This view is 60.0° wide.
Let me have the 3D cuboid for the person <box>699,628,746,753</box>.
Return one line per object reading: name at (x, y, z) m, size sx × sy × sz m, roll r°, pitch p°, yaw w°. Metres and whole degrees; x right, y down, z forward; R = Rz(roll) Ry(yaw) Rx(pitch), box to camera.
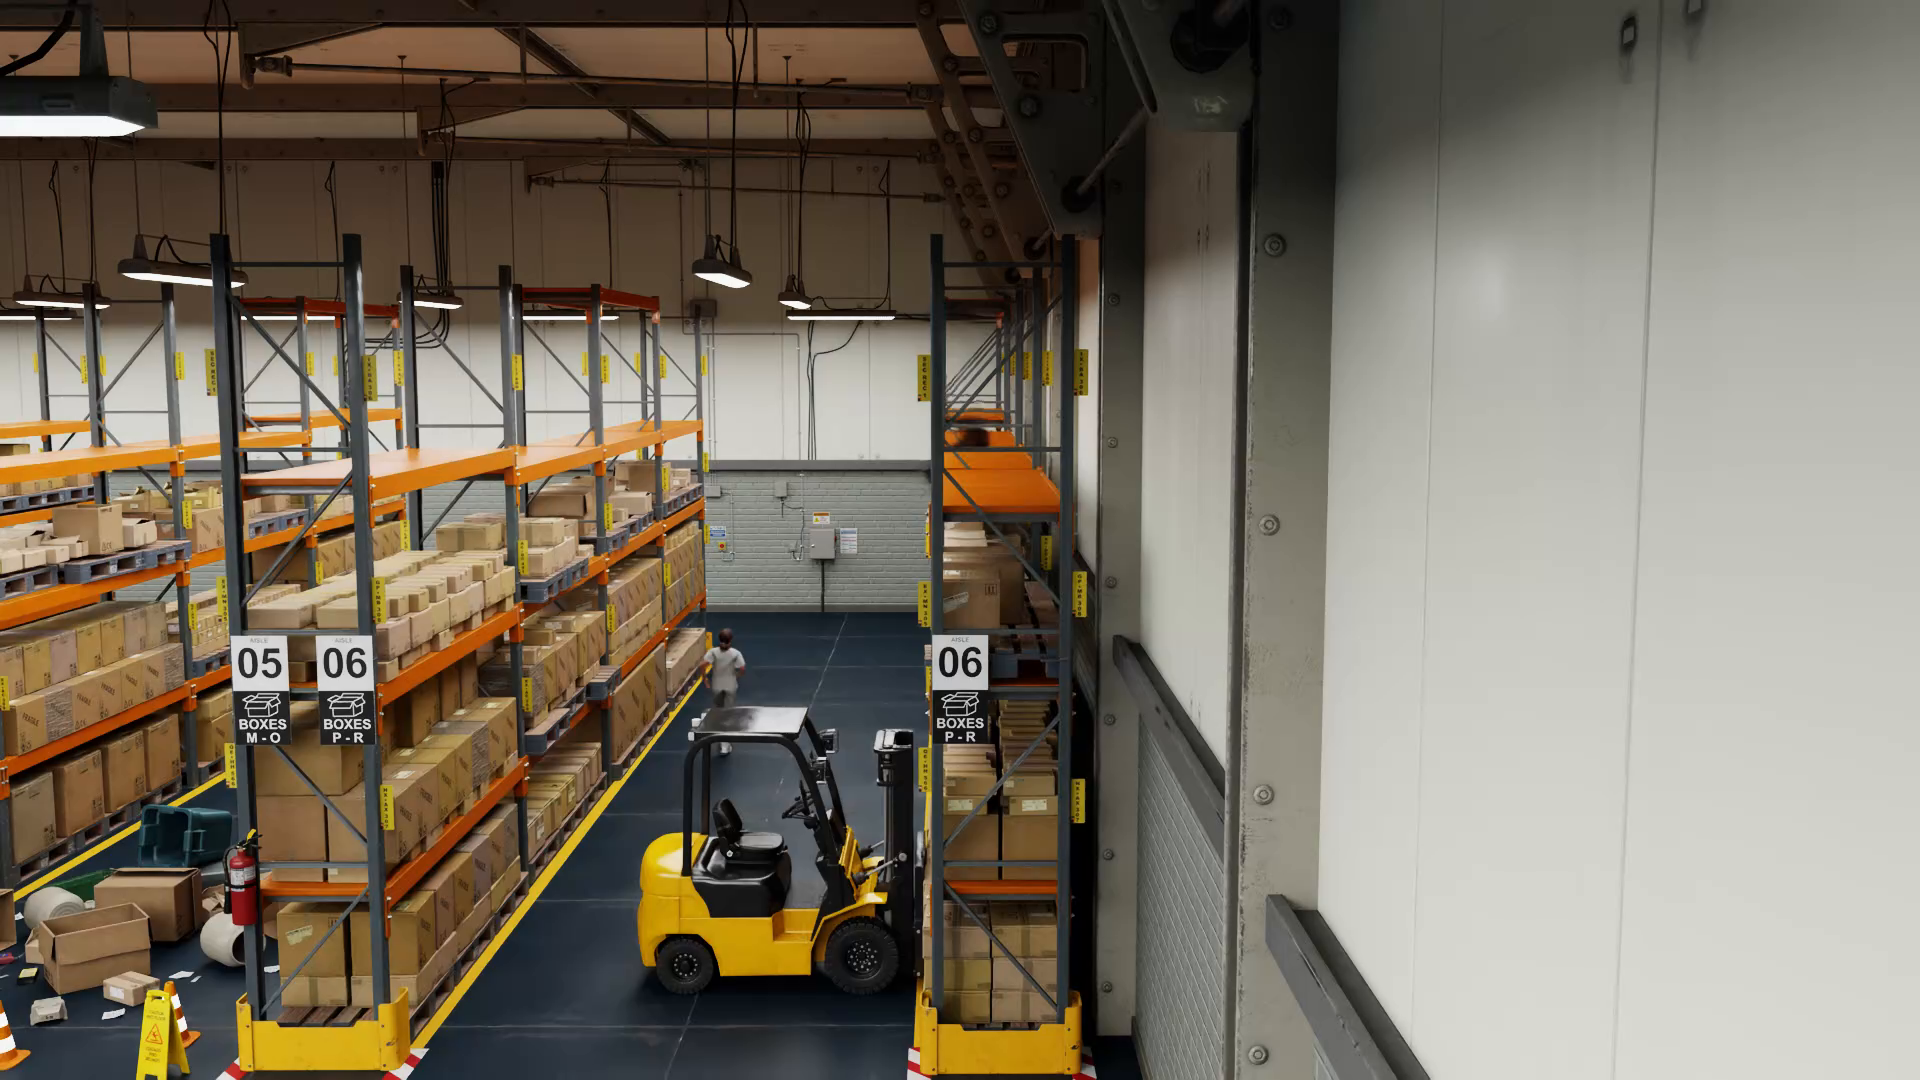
person at (-3.087, 1.948, 21.758) m, size 0.575 × 1.627 × 0.596 m, roll 0°, pitch 6°, yaw 0°
